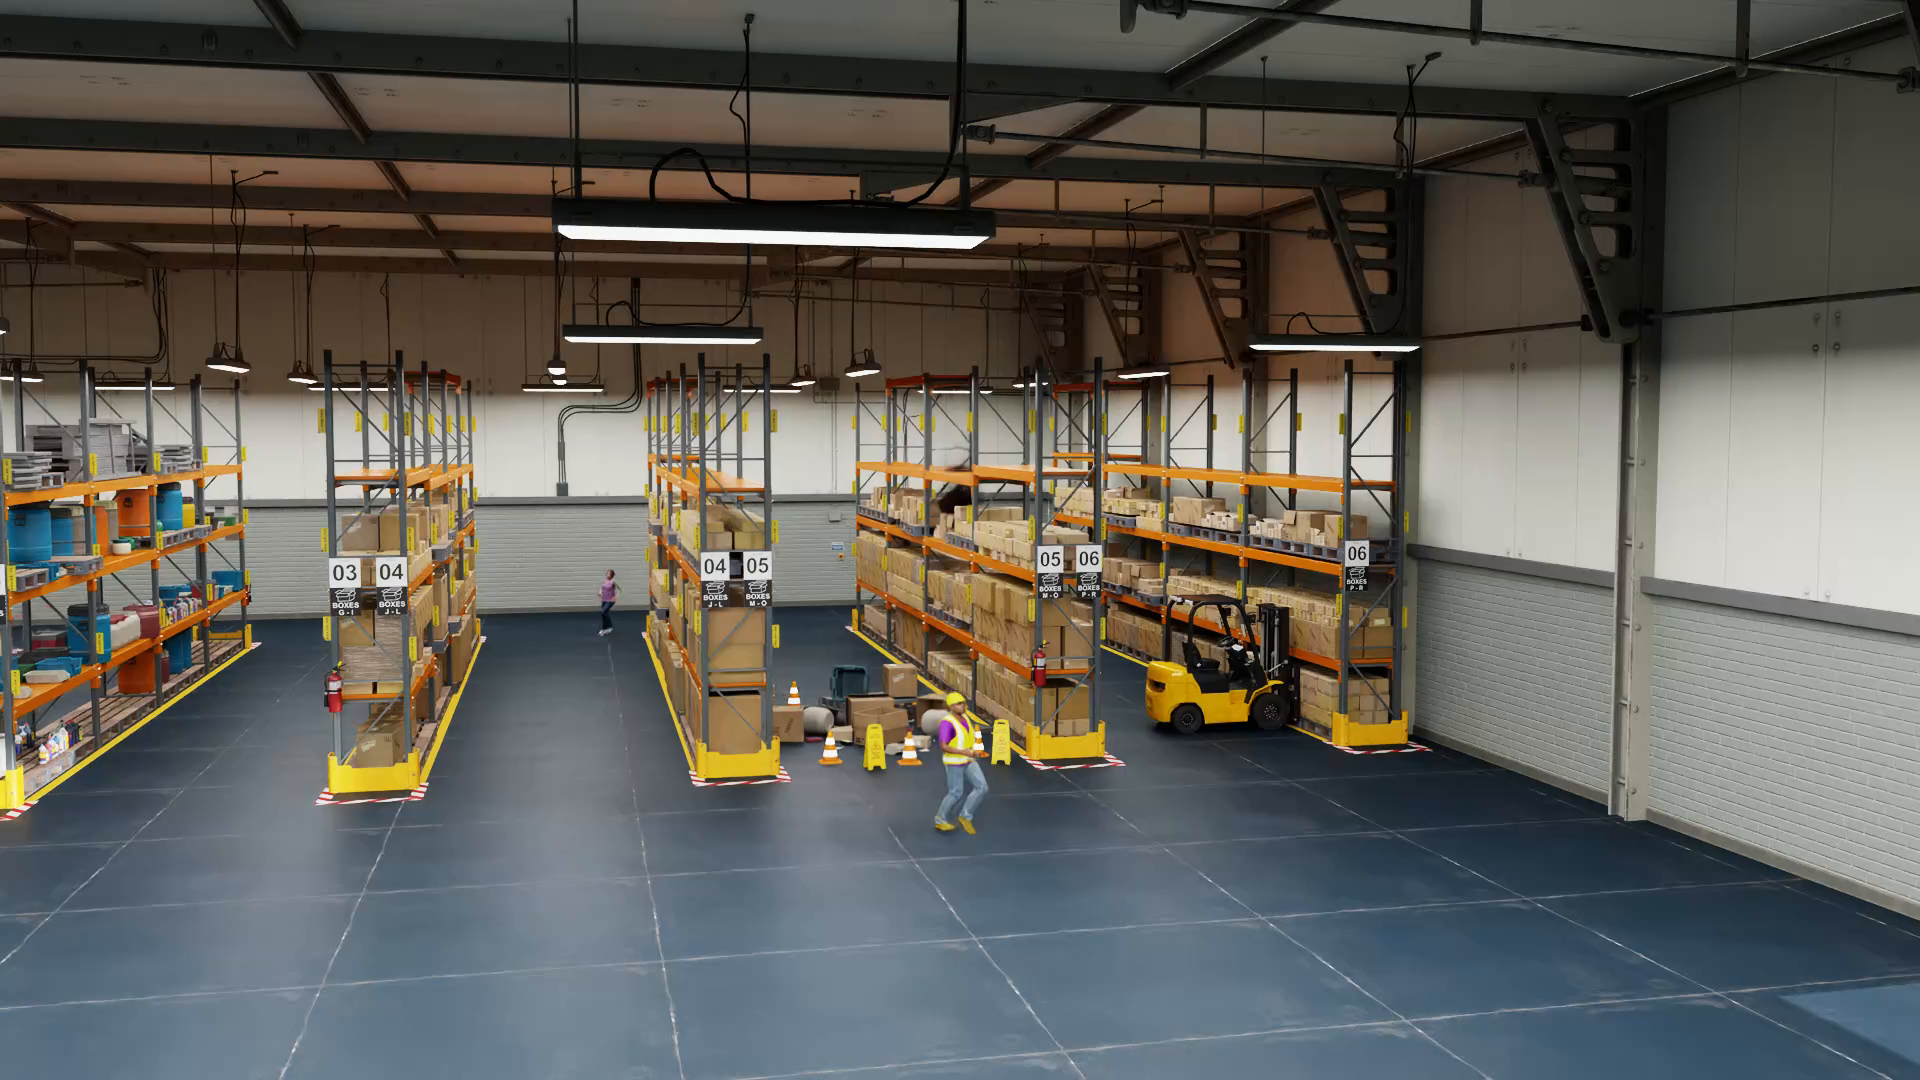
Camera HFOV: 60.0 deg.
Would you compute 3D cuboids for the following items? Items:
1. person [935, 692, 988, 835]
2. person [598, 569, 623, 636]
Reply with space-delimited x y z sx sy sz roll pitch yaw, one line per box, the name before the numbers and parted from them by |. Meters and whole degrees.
person | 0.008 2.730 20.302 0.700 1.766 0.709 3 5 36
person | -8.317 1.478 39.469 0.615 1.590 0.569 2 5 32
